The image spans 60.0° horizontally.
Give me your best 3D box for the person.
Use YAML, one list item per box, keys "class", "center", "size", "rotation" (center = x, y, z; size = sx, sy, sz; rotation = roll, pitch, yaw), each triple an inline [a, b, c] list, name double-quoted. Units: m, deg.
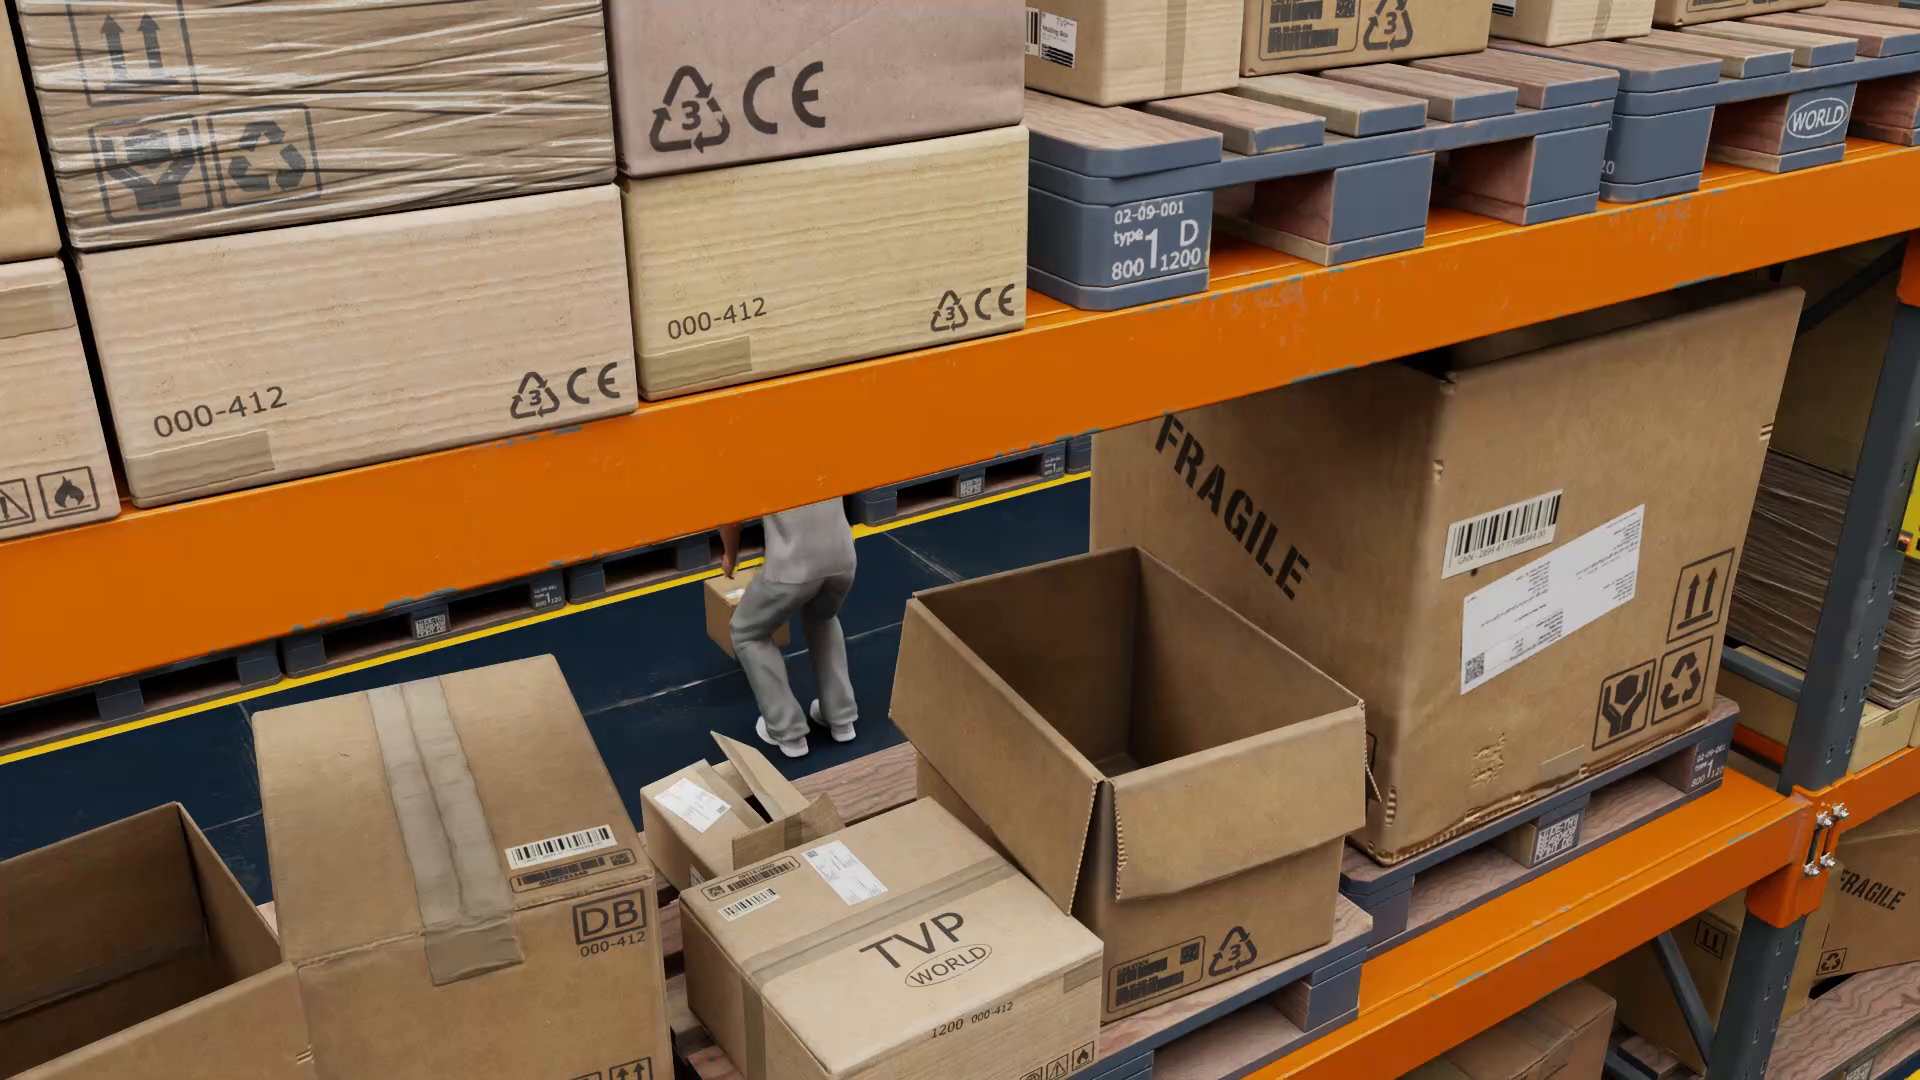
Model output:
- class: "person"
  center: [-0.643, 0.072, 6.156]
  size: [0.483, 1.515, 0.533]
  rotation: [-15, 29, -29]
